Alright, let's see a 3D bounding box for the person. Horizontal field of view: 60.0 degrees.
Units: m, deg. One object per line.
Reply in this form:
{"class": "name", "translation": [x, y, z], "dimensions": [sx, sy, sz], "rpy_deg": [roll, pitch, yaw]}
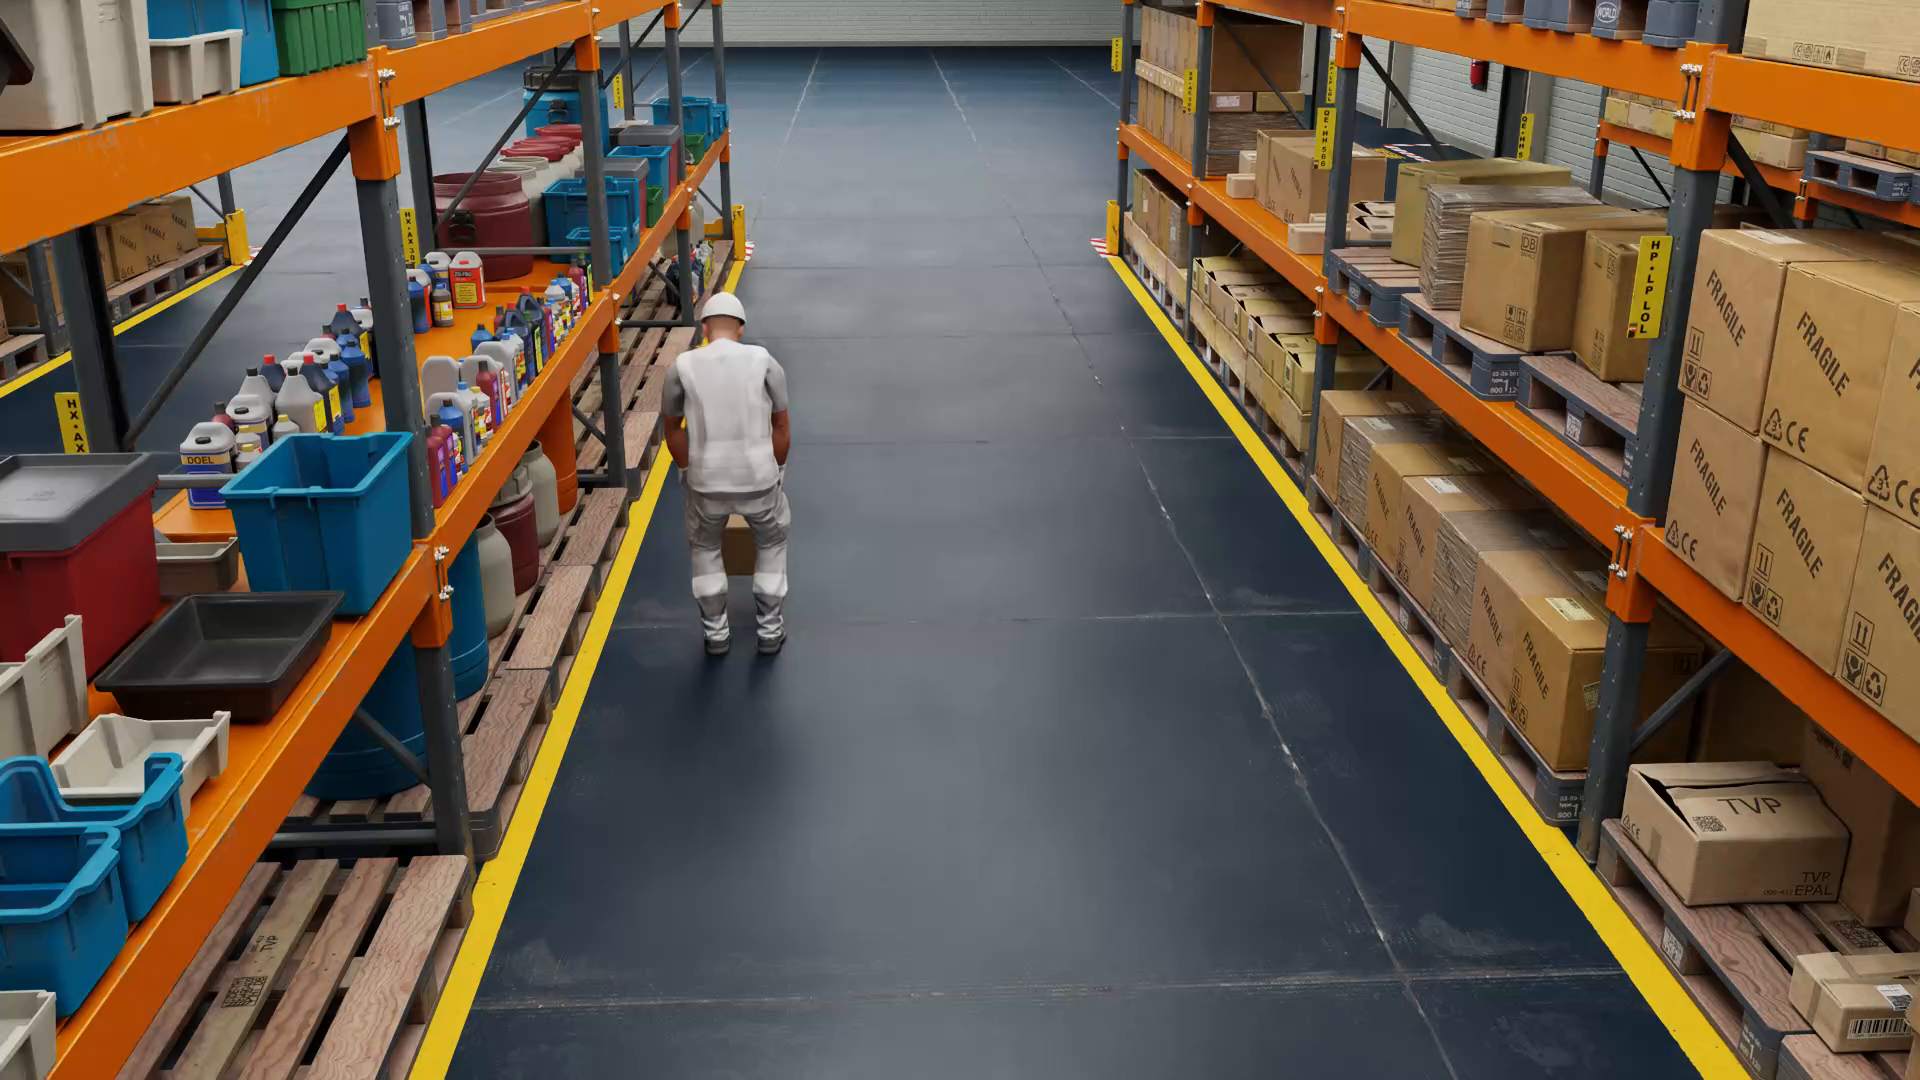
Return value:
{"class": "person", "translation": [-1.052, -0.289, 7.565], "dimensions": [0.568, 1.627, 0.602], "rpy_deg": [-1, 20, -2]}
